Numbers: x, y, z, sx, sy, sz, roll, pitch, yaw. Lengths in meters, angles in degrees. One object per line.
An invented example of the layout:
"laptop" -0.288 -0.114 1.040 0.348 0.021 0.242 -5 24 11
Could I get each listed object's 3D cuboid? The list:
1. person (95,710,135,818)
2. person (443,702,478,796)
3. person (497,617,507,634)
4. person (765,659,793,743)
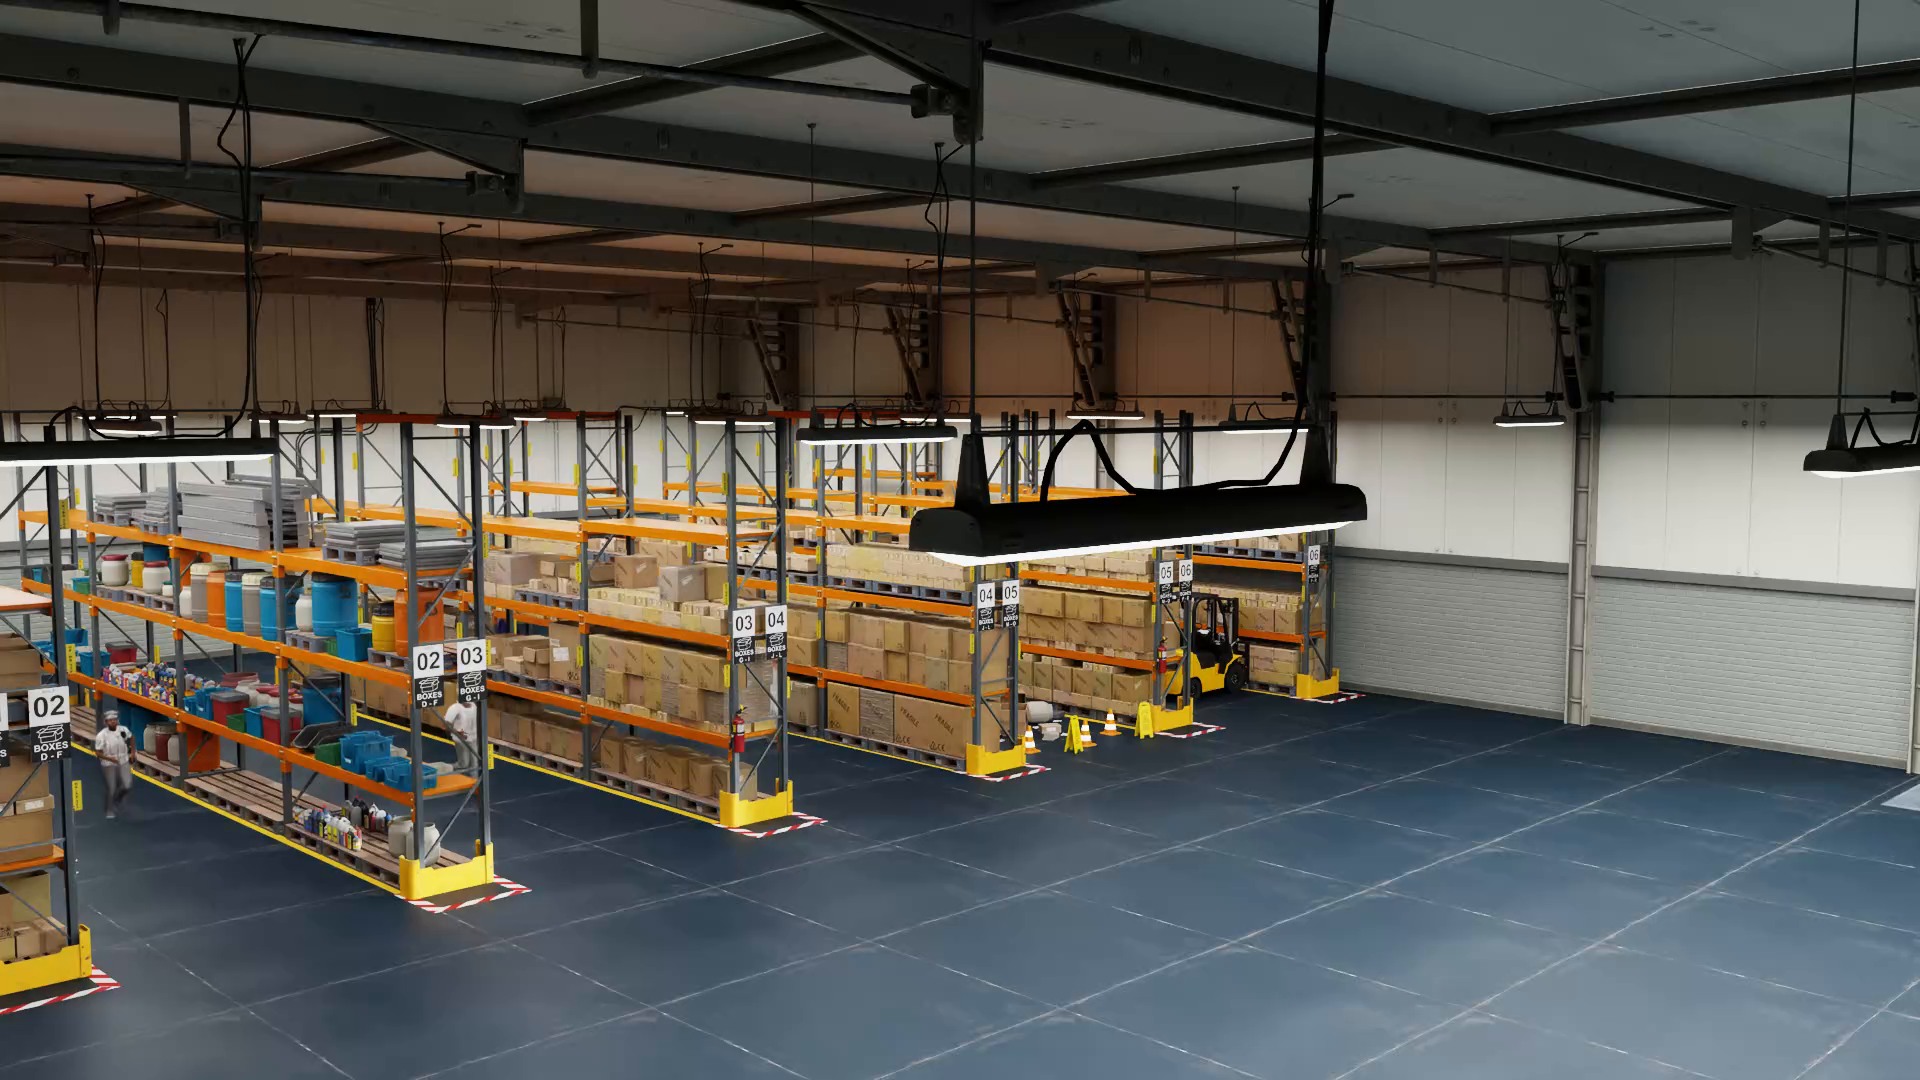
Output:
"person" -12.585 3.348 24.840 0.600 1.656 0.698 -4 7 -41
"person" -7.859 3.169 26.365 0.884 1.755 0.707 4 6 36
"person" -11.125 2.010 40.579 0.600 1.599 0.561 4 6 37
"person" -3.320 2.825 30.185 0.613 1.743 0.643 3 6 35
